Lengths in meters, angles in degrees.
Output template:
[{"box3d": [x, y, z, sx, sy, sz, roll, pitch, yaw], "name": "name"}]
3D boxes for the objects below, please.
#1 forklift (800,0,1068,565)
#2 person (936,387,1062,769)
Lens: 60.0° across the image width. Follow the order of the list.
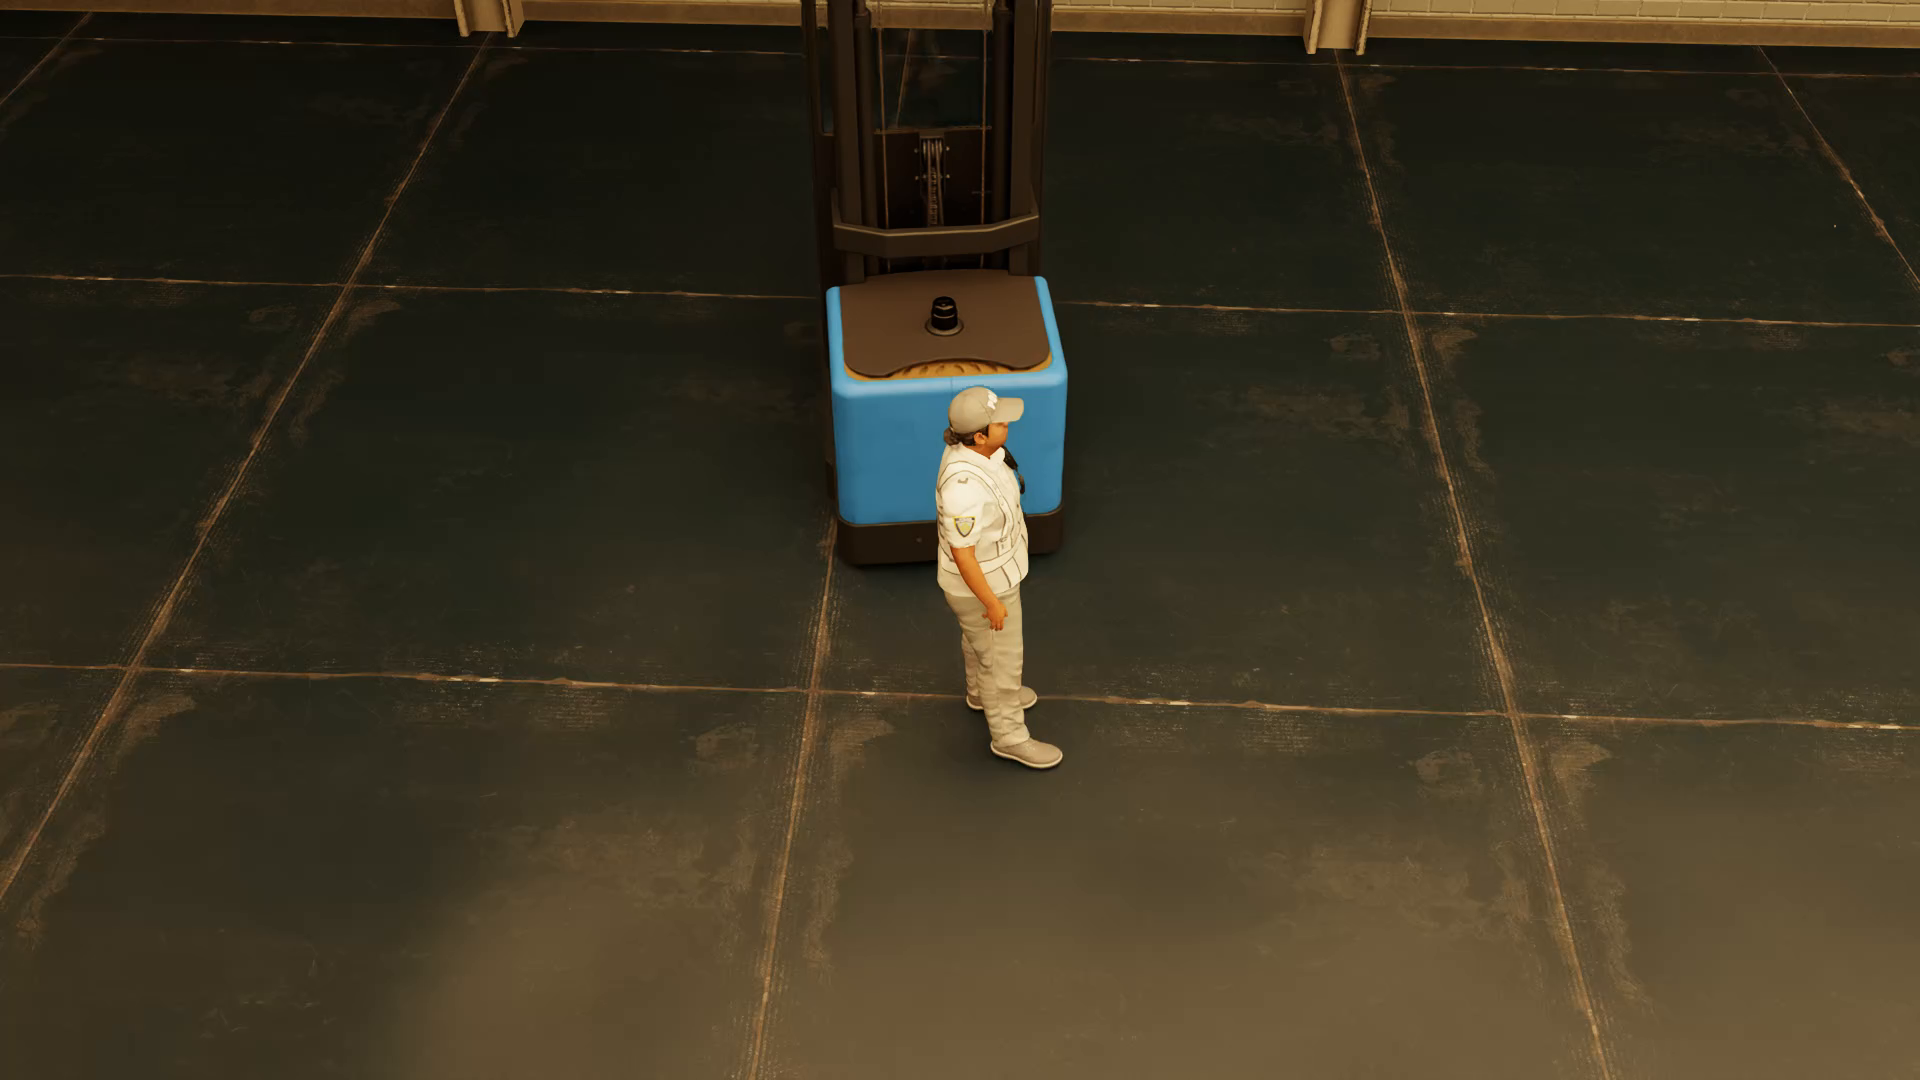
[{"box3d": [-0.170, -1.957, 7.886, 1.130, 2.935, 3.031, -4, 43, -4], "name": "forklift"}, {"box3d": [0.172, 0.125, 6.533, 0.529, 1.670, 0.599, 2, 42, 2], "name": "person"}]
